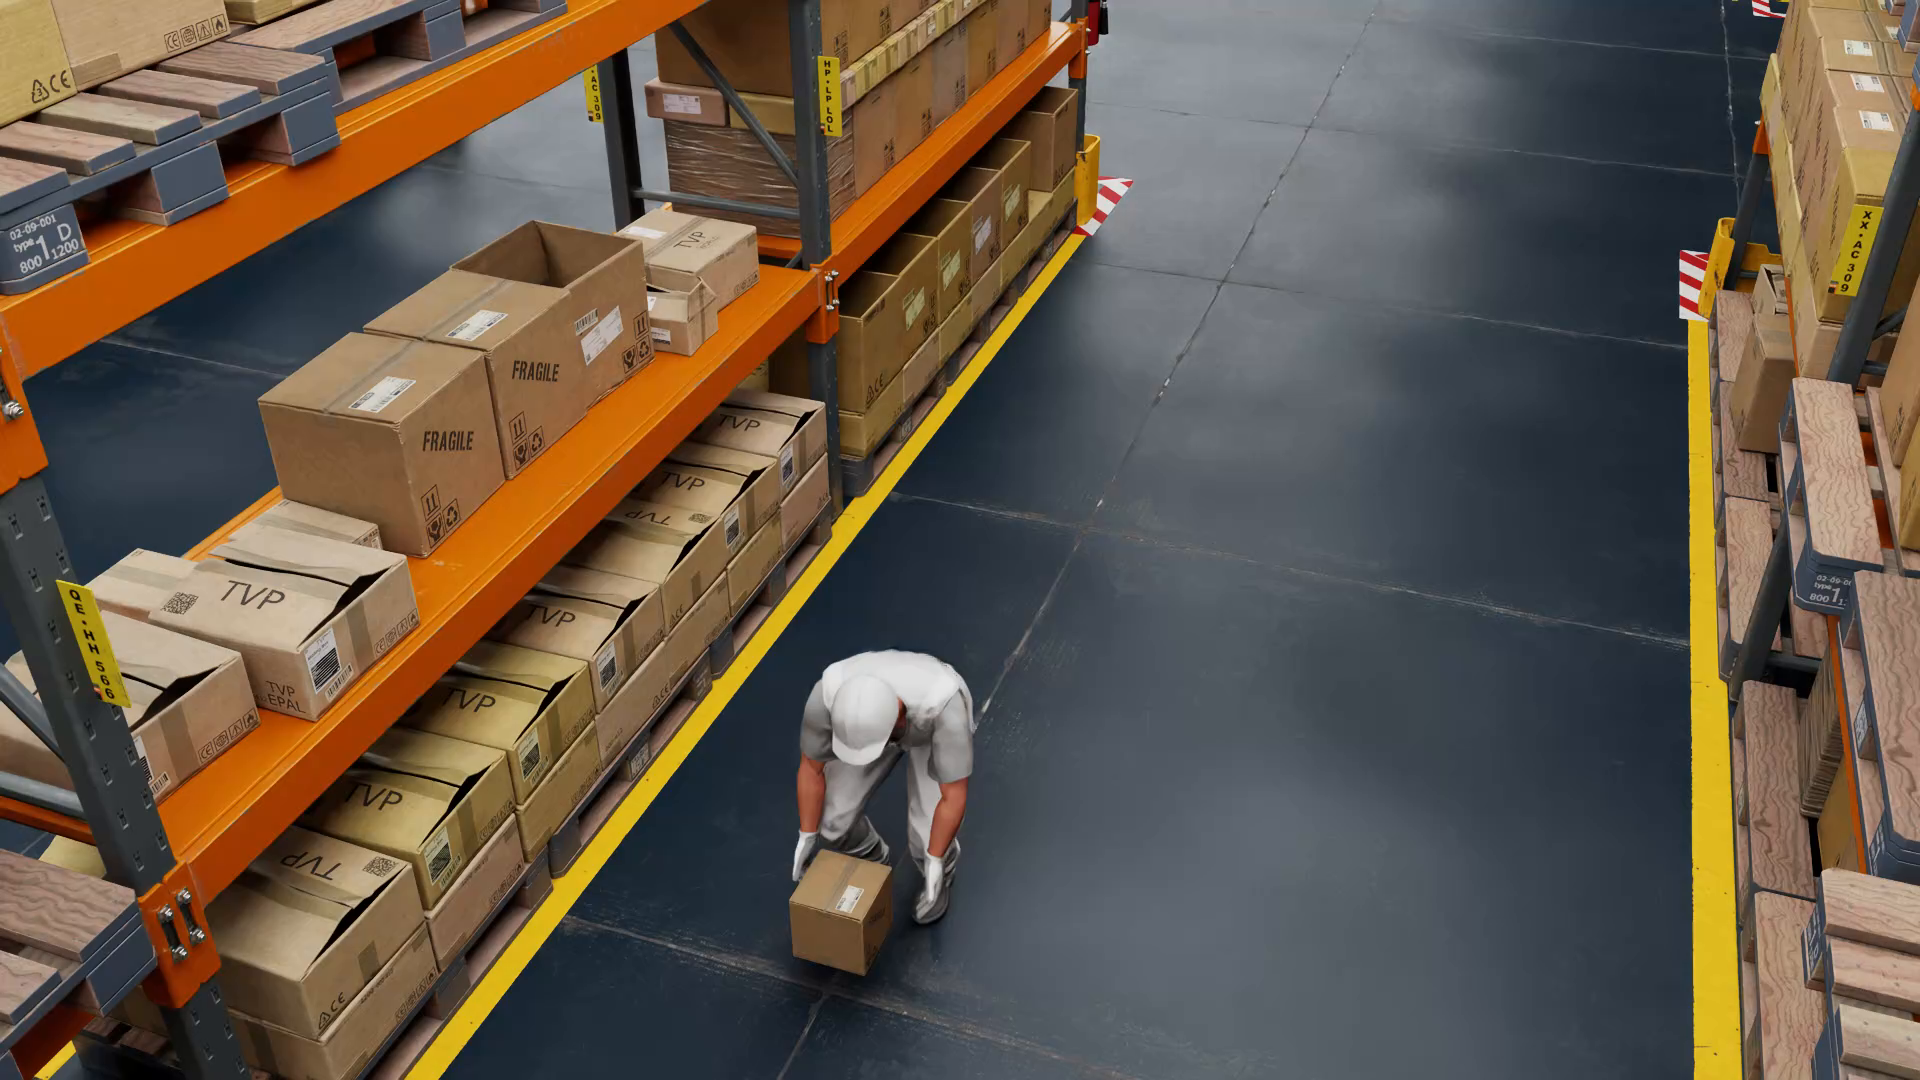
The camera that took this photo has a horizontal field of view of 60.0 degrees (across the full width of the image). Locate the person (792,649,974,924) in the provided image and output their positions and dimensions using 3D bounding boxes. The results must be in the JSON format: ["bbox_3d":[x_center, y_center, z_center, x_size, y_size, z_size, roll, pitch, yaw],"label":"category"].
[{"bbox_3d":[-0.199,0.771,5.460,0.581,1.212,0.839,11,35,16],"label":"person"}]
